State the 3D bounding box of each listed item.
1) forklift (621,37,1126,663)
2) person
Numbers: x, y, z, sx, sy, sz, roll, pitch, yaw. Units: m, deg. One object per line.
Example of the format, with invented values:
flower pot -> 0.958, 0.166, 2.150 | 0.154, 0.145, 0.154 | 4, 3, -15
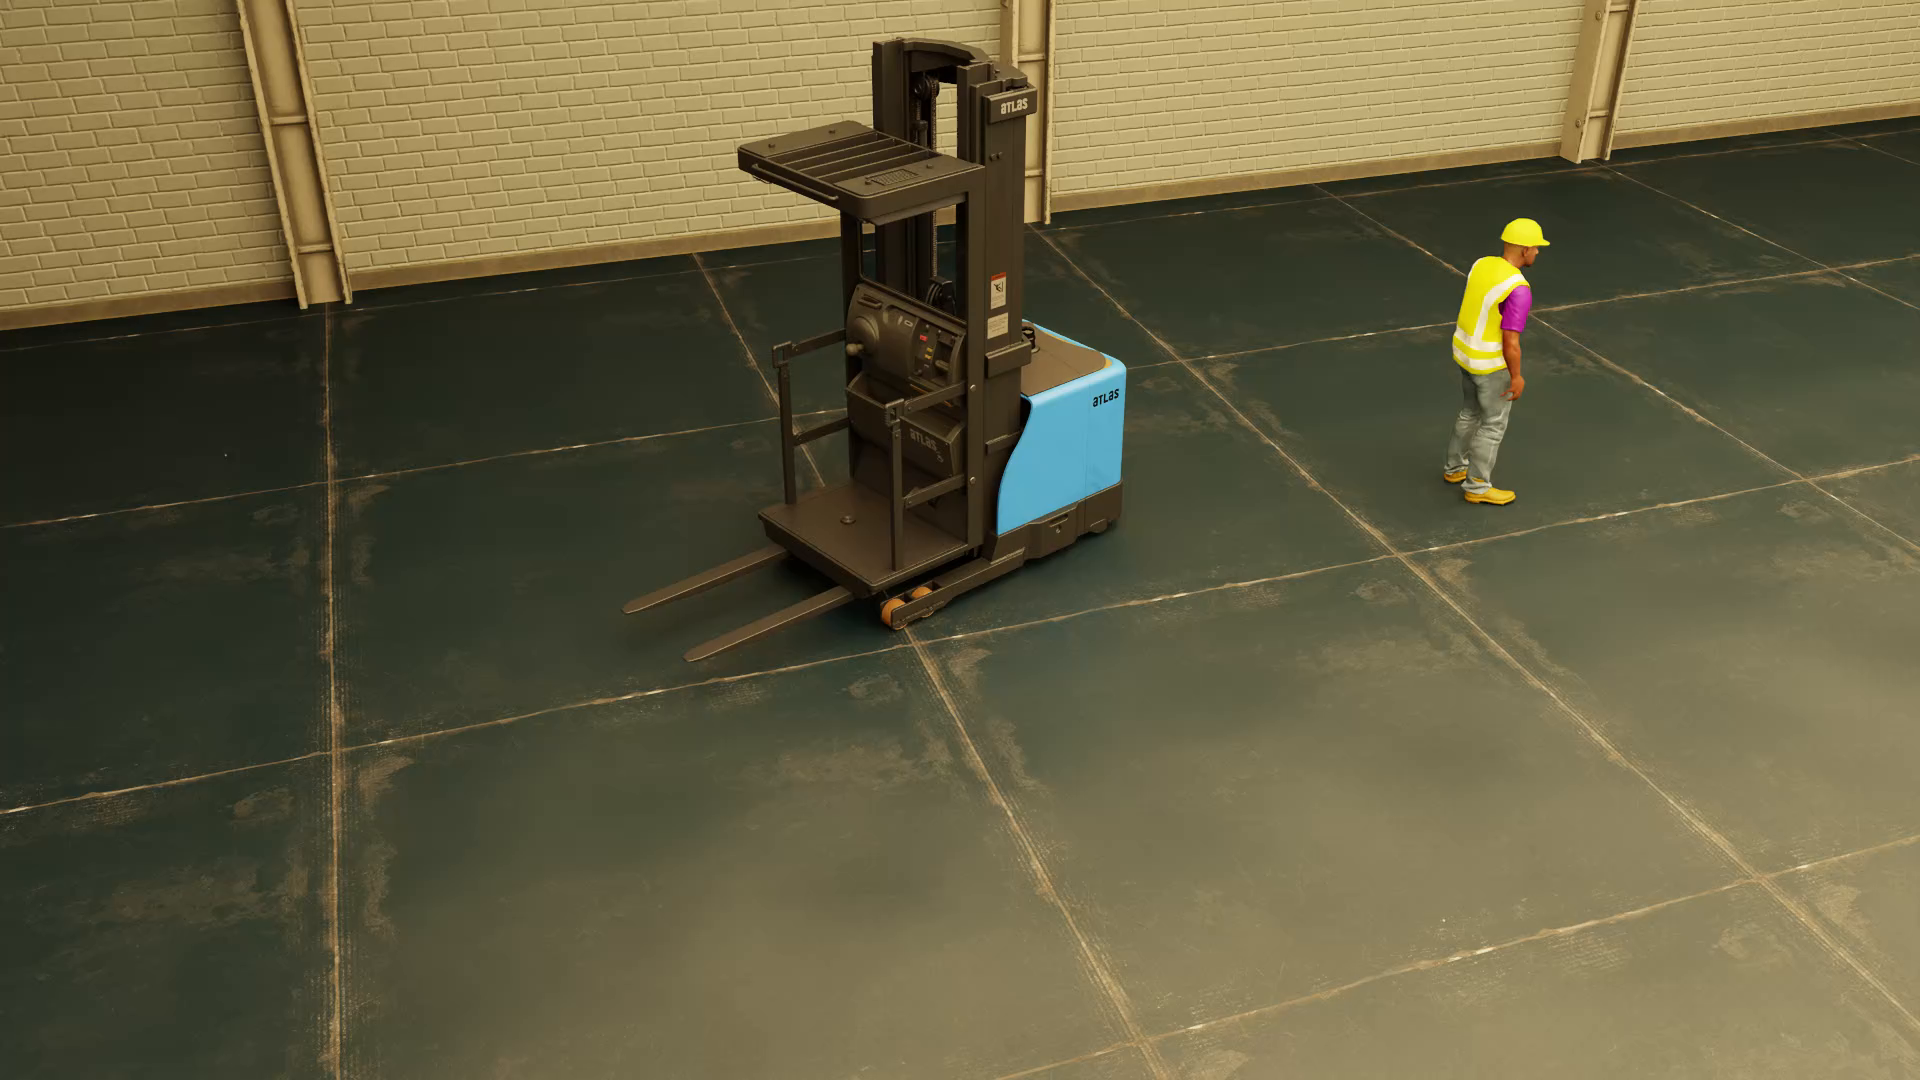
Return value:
forklift -> -0.461, -1.072, 8.951 | 3.031, 2.935, 1.130 | -23, 37, -34
person -> 3.267, -1.105, 10.185 | 0.461, 1.761, 0.627 | -5, 30, -9
